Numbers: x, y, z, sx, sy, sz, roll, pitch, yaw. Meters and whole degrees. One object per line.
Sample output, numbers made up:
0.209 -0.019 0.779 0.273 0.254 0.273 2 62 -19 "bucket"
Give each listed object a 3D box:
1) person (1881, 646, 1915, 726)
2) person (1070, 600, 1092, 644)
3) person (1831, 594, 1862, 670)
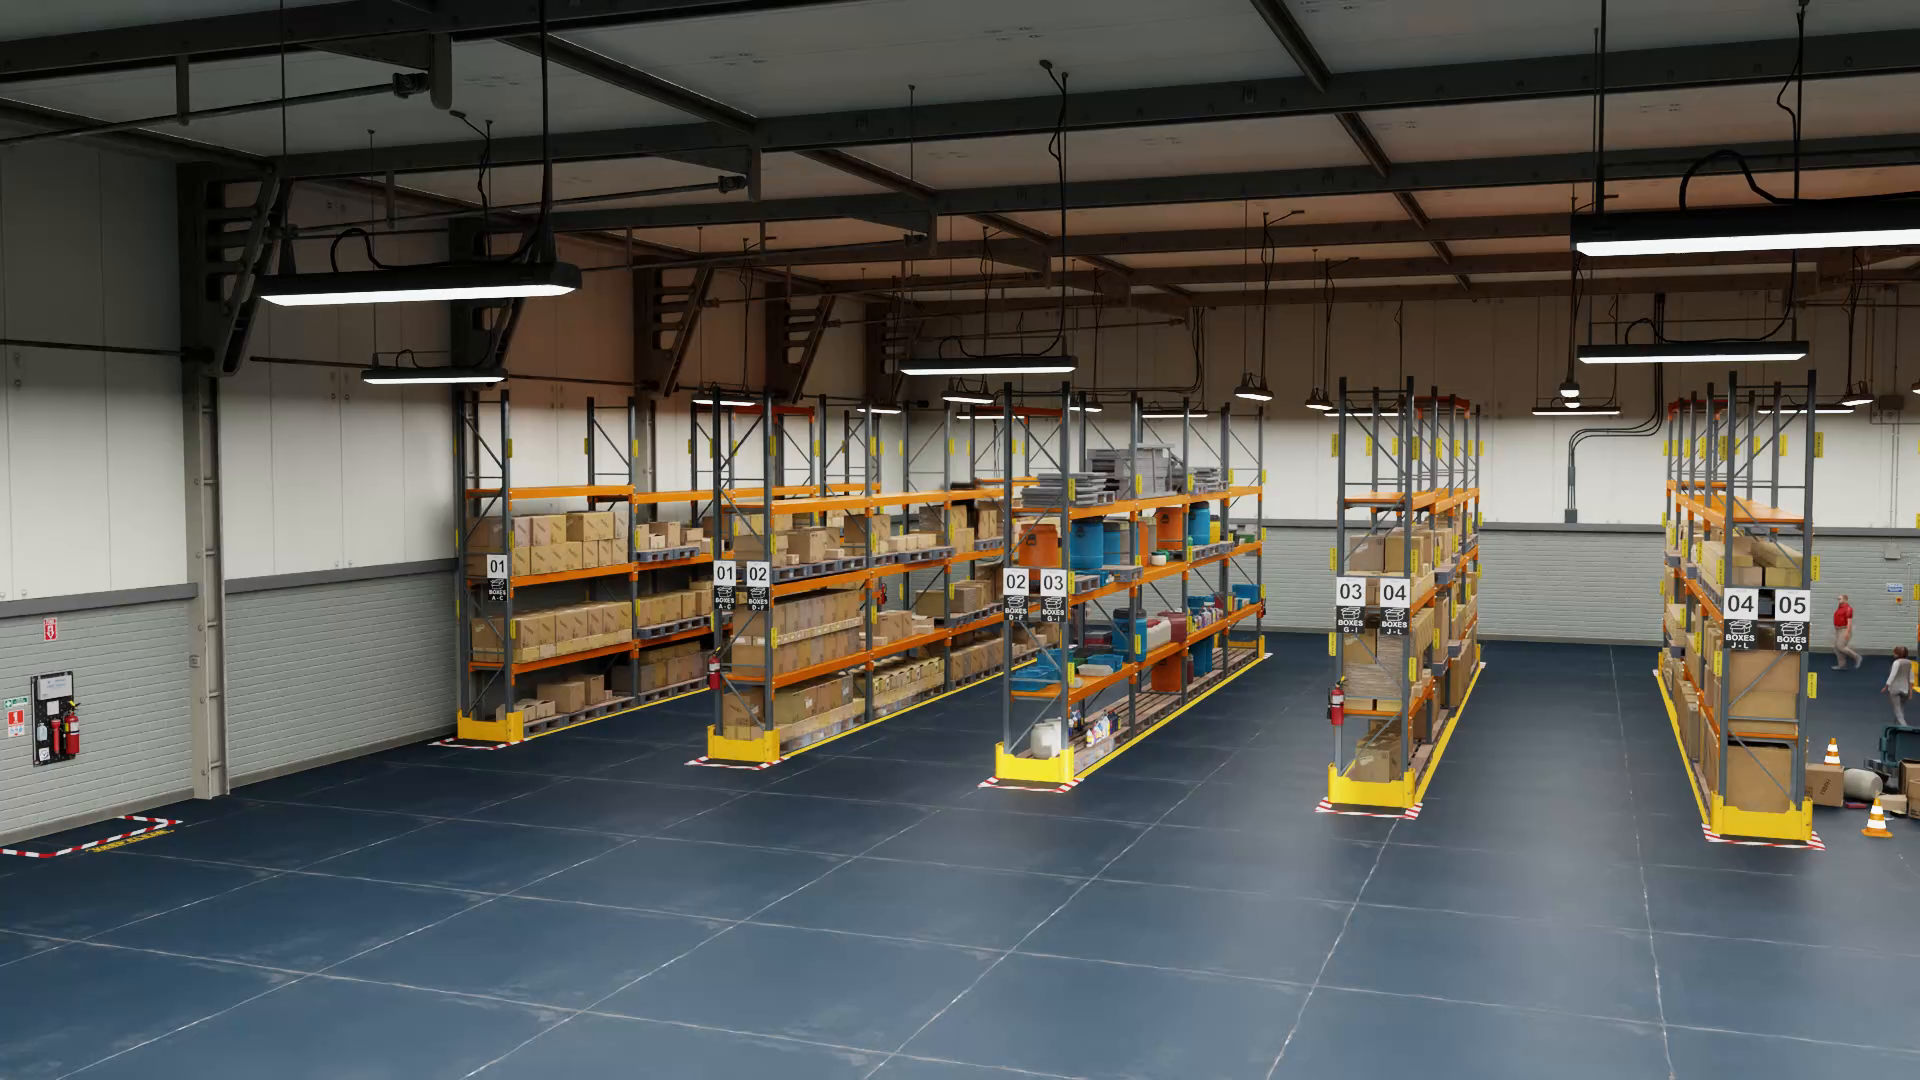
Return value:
16.285 2.611 28.851 0.500 1.579 0.841 0 3 8 "person"
3.085 1.807 42.603 0.562 1.742 0.417 -1 3 -10 "person"
19.953 2.072 37.418 0.561 1.710 0.534 0 3 5 "person"
